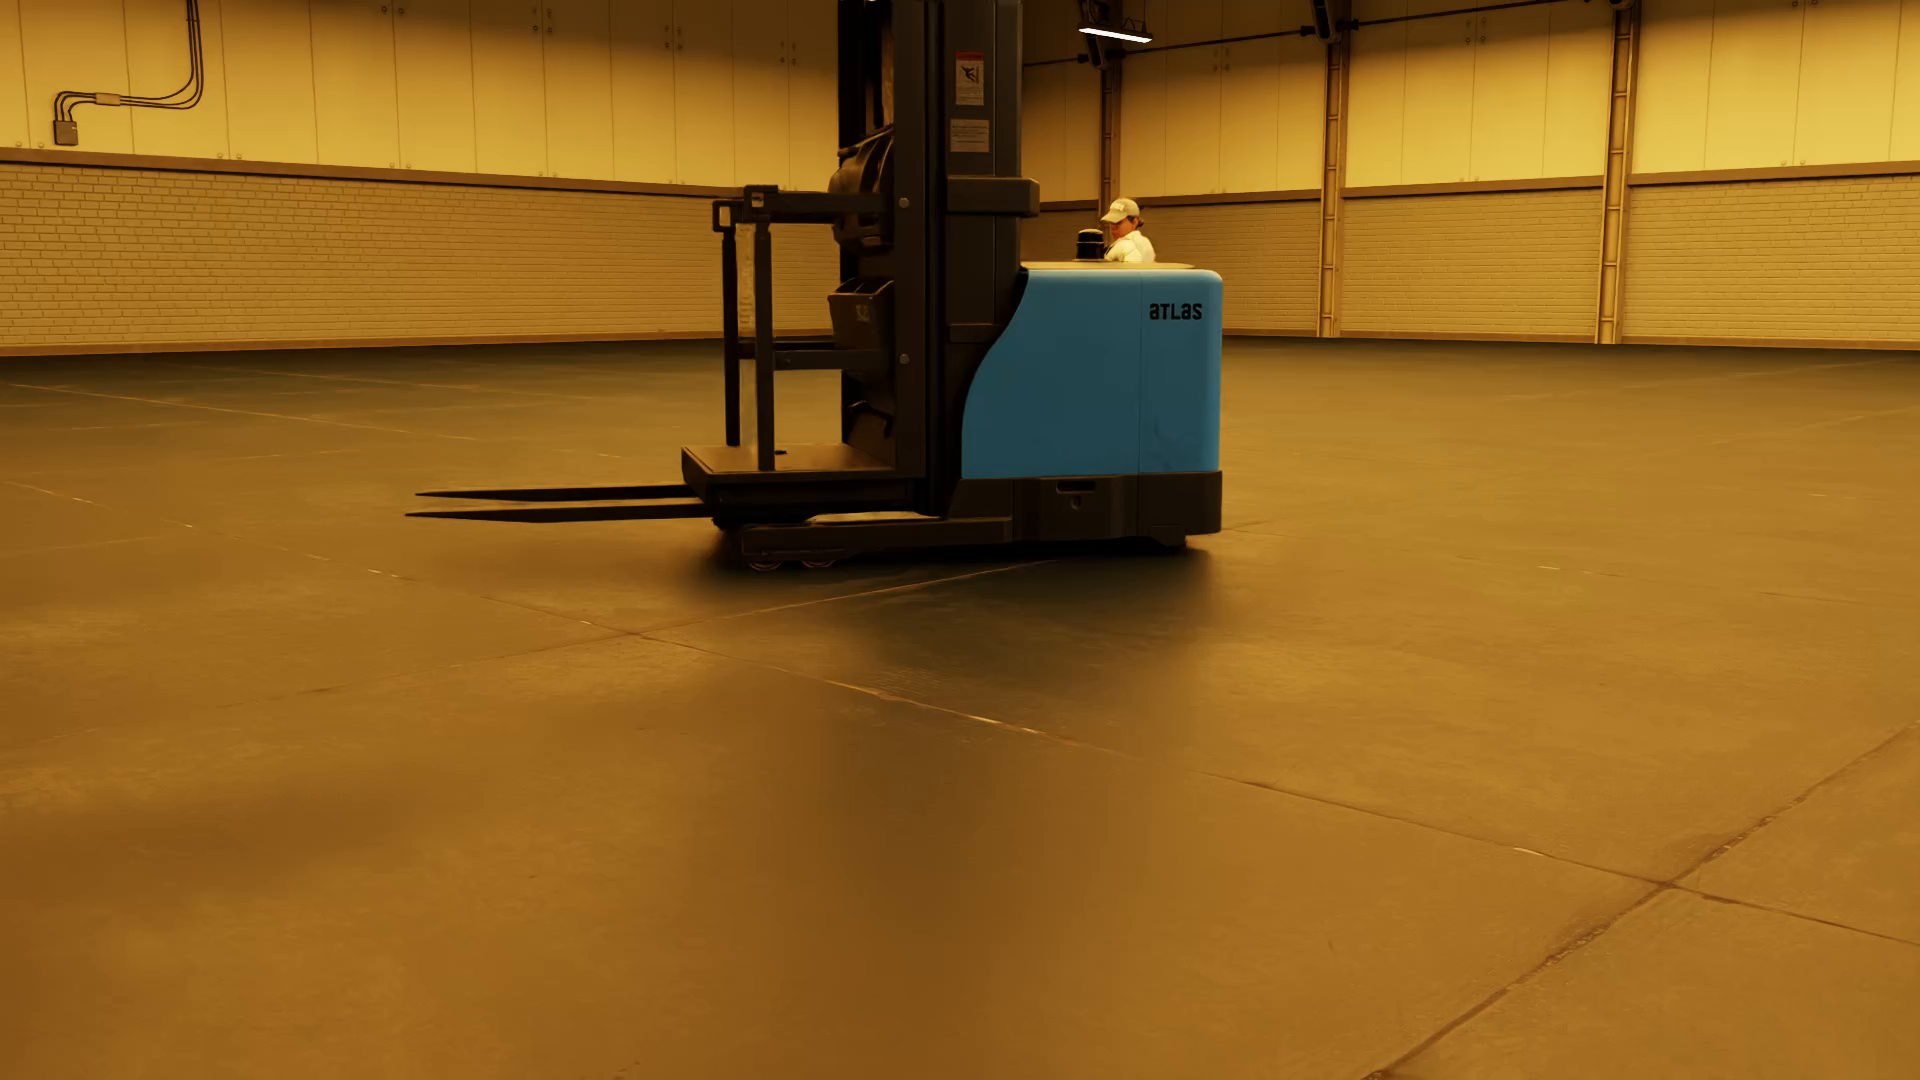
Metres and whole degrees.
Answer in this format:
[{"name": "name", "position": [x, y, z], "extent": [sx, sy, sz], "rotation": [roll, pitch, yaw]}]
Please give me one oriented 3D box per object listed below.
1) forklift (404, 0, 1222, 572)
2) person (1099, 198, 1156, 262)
[{"name": "forklift", "position": [-0.561, -1.423, 6.323], "extent": [3.031, 2.935, 1.130], "rotation": [-2, 9, -14]}, {"name": "person", "position": [1.038, -1.359, 10.563], "extent": [0.504, 1.593, 0.883], "rotation": [-6, 11, -36]}]
